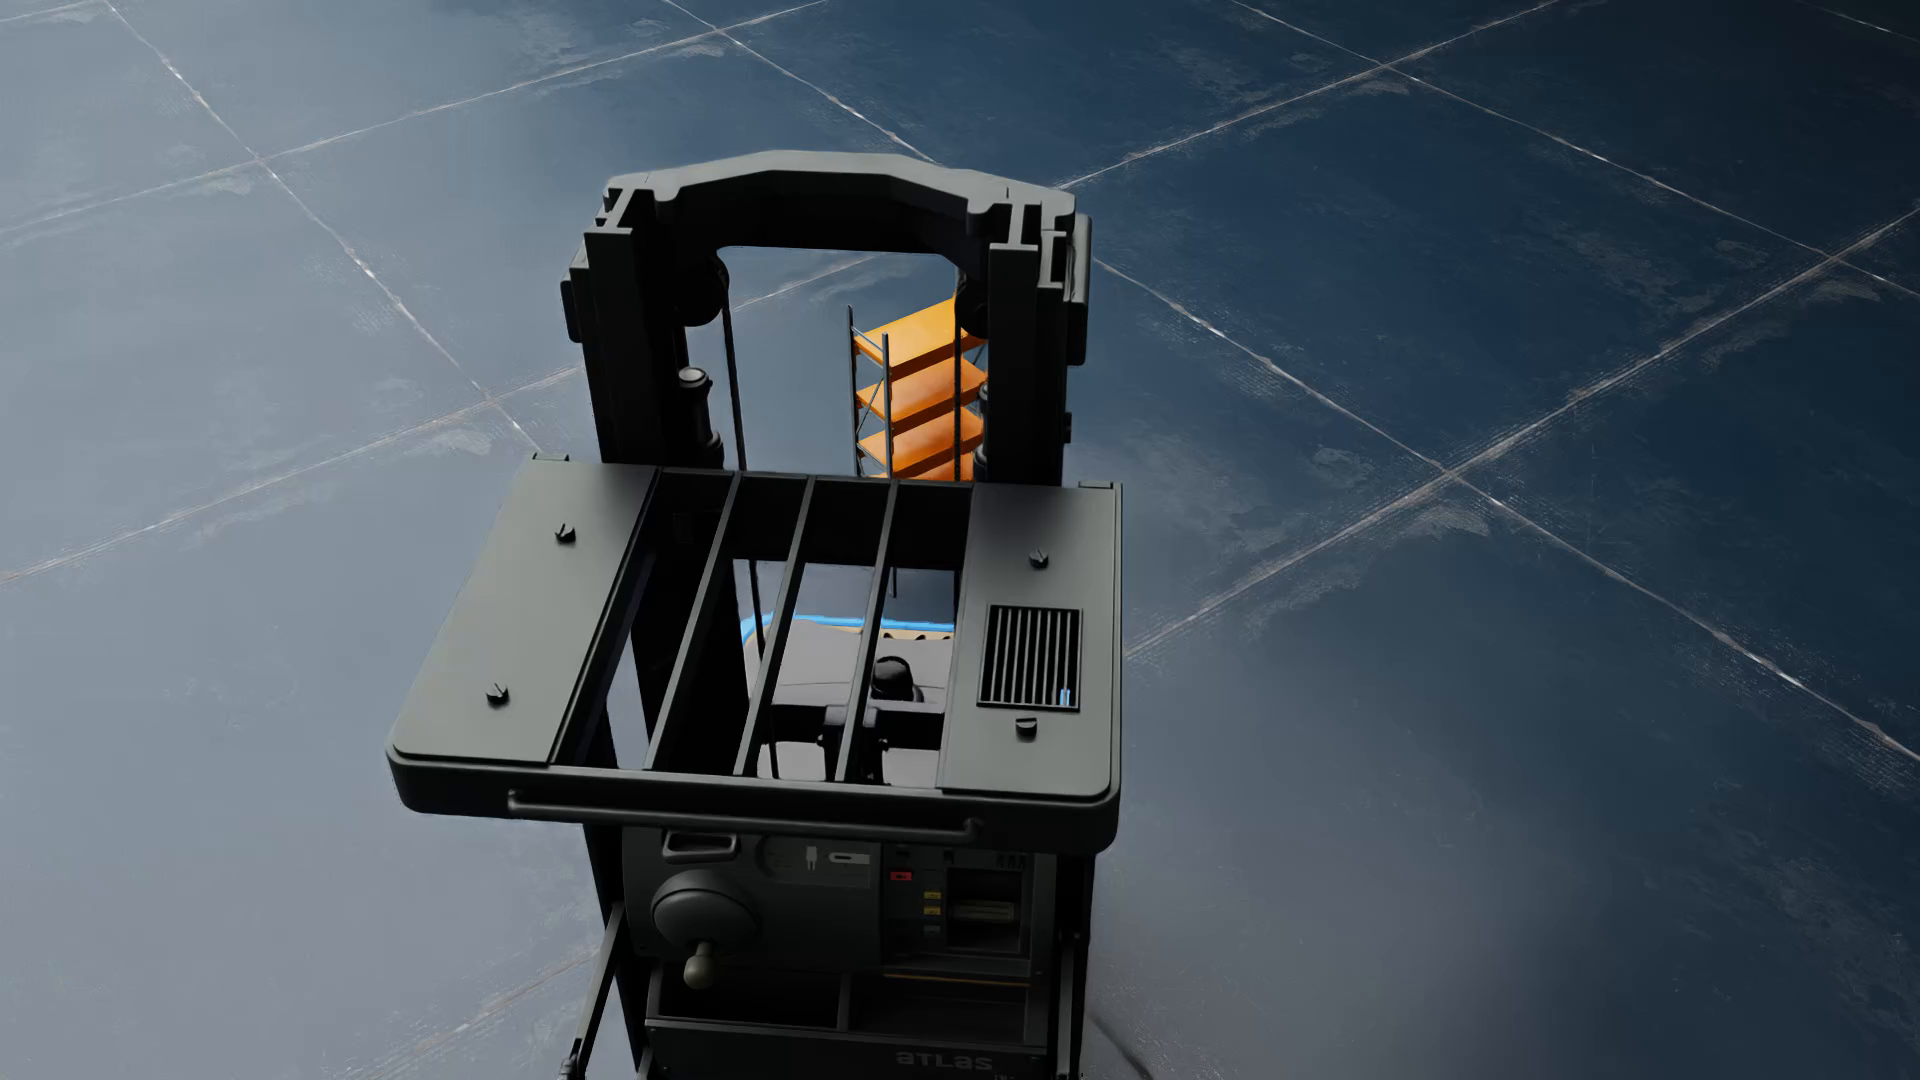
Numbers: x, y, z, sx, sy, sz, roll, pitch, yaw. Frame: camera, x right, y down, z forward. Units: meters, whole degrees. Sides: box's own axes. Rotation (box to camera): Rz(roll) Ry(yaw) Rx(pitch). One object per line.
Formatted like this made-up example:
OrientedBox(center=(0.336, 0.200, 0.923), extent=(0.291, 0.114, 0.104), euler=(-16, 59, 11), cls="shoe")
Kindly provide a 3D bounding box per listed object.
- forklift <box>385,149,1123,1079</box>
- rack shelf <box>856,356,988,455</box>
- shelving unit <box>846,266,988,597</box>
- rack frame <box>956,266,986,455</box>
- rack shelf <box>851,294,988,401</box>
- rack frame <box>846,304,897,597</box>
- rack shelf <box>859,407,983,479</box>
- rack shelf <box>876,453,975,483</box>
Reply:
OrientedBox(center=(-0.275, 0.855, 3.397), extent=(1.130, 2.935, 3.031), euler=(3, 39, 4), cls="forklift")
OrientedBox(center=(-0.131, -0.521, 6.192), extent=(0.480, 0.148, 0.258), euler=(-26, 46, -28), cls="rack shelf")
OrientedBox(center=(-0.131, -0.400, 6.291), extent=(0.503, 1.200, 0.258), euler=(-26, 46, -28), cls="shelving unit")
OrientedBox(center=(0.062, -0.494, 6.406), extent=(0.015, 1.200, 0.240), euler=(-26, 46, -28), cls="rack frame")
OrientedBox(center=(-0.131, -0.704, 6.042), extent=(0.480, 0.148, 0.258), euler=(-26, 46, -28), cls="rack shelf")
OrientedBox(center=(-0.325, -0.306, 6.177), extent=(0.015, 1.200, 0.240), euler=(-26, 46, -28), cls="rack frame")
OrientedBox(center=(-0.131, -0.348, 6.334), extent=(0.480, 0.148, 0.258), euler=(-26, 46, -28), cls="rack shelf")
OrientedBox(center=(-0.131, -0.194, 6.460), extent=(0.480, 0.148, 0.258), euler=(-26, 46, -28), cls="rack shelf")
